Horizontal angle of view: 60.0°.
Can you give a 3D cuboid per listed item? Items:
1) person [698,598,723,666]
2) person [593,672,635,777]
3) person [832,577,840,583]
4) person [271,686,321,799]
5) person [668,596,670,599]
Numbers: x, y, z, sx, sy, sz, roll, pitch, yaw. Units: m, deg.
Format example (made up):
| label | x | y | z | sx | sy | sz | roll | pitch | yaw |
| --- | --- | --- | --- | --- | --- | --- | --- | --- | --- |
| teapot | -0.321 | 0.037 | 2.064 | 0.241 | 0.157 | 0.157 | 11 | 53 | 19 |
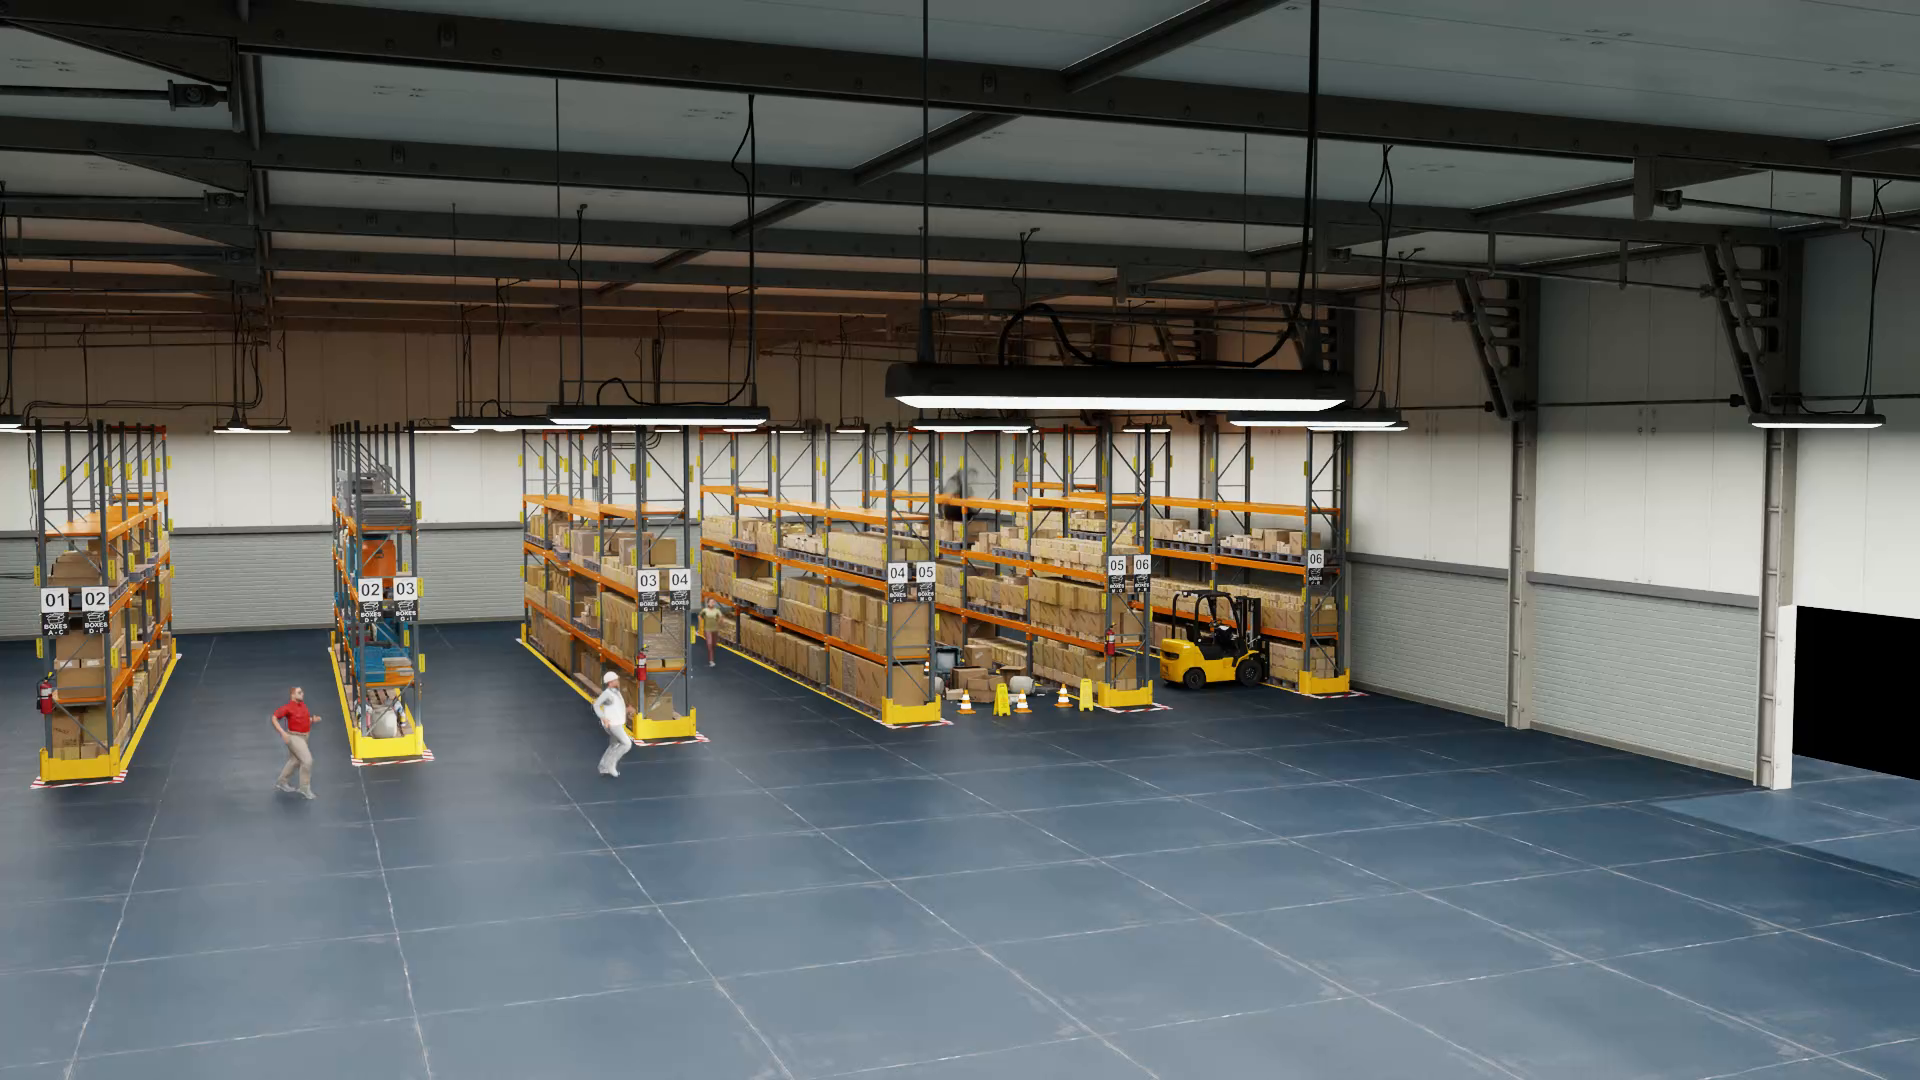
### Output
| label | x | y | z | sx | sy | sz | roll | pitch | yaw |
| --- | --- | --- | --- | --- | --- | --- | --- | --- | --- |
| person | -6.198 | 2.265 | 41.457 | 0.575 | 1.661 | 0.951 | -1 | 4 | -21 |
| person | -5.787 | 3.091 | 27.953 | 0.670 | 1.751 | 0.639 | 0 | 4 | 4 |
| person | -3.754 | 1.774 | 51.009 | 0.772 | 1.577 | 0.581 | -1 | 4 | -15 |
| person | -10.523 | 3.217 | 26.383 | 0.798 | 1.798 | 0.637 | 0 | 4 | 2 |
| person | -8.652 | 1.915 | 47.410 | 0.784 | 1.754 | 0.756 | 0 | 4 | 7 |
